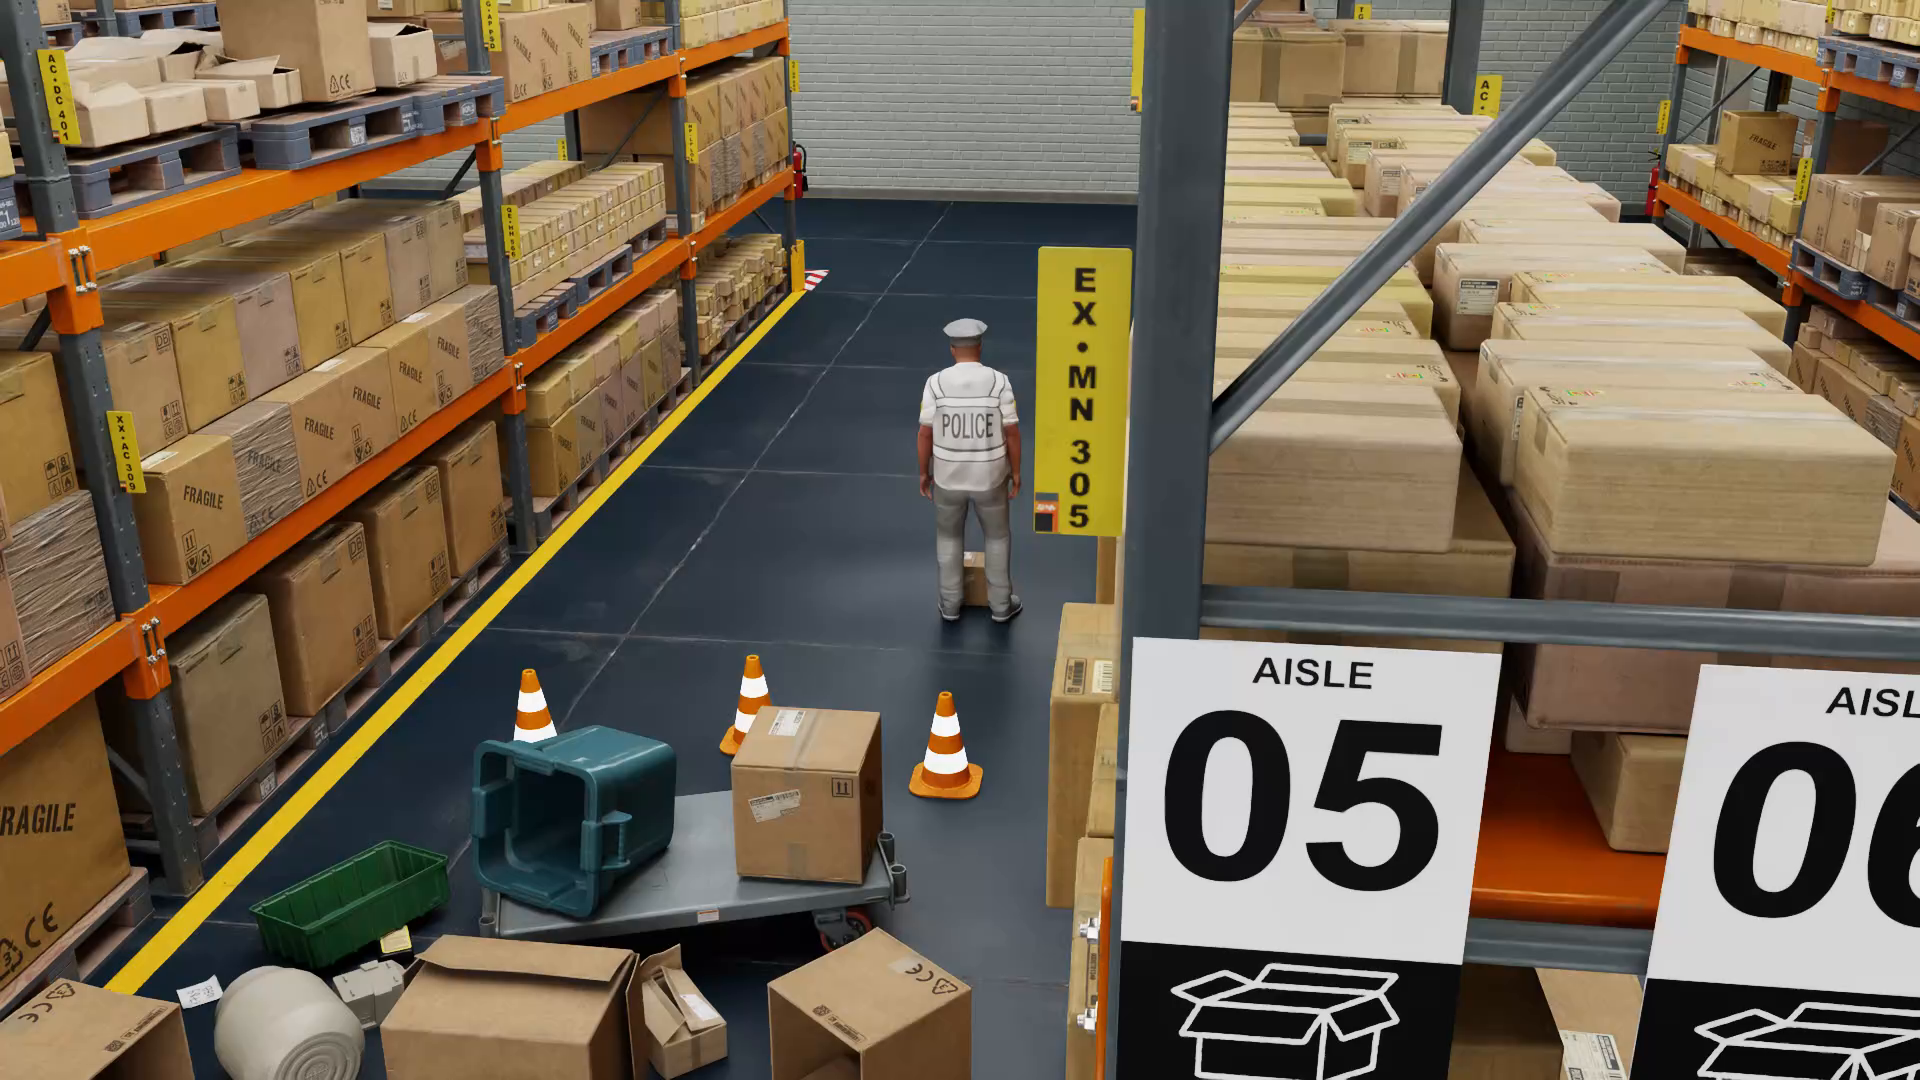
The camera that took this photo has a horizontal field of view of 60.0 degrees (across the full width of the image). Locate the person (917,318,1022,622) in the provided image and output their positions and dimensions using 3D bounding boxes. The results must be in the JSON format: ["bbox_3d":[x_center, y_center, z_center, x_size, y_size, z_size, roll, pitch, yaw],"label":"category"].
[{"bbox_3d":[0.061,-0.364,9.532,0.606,1.738,0.434,1,21,3],"label":"person"}]
